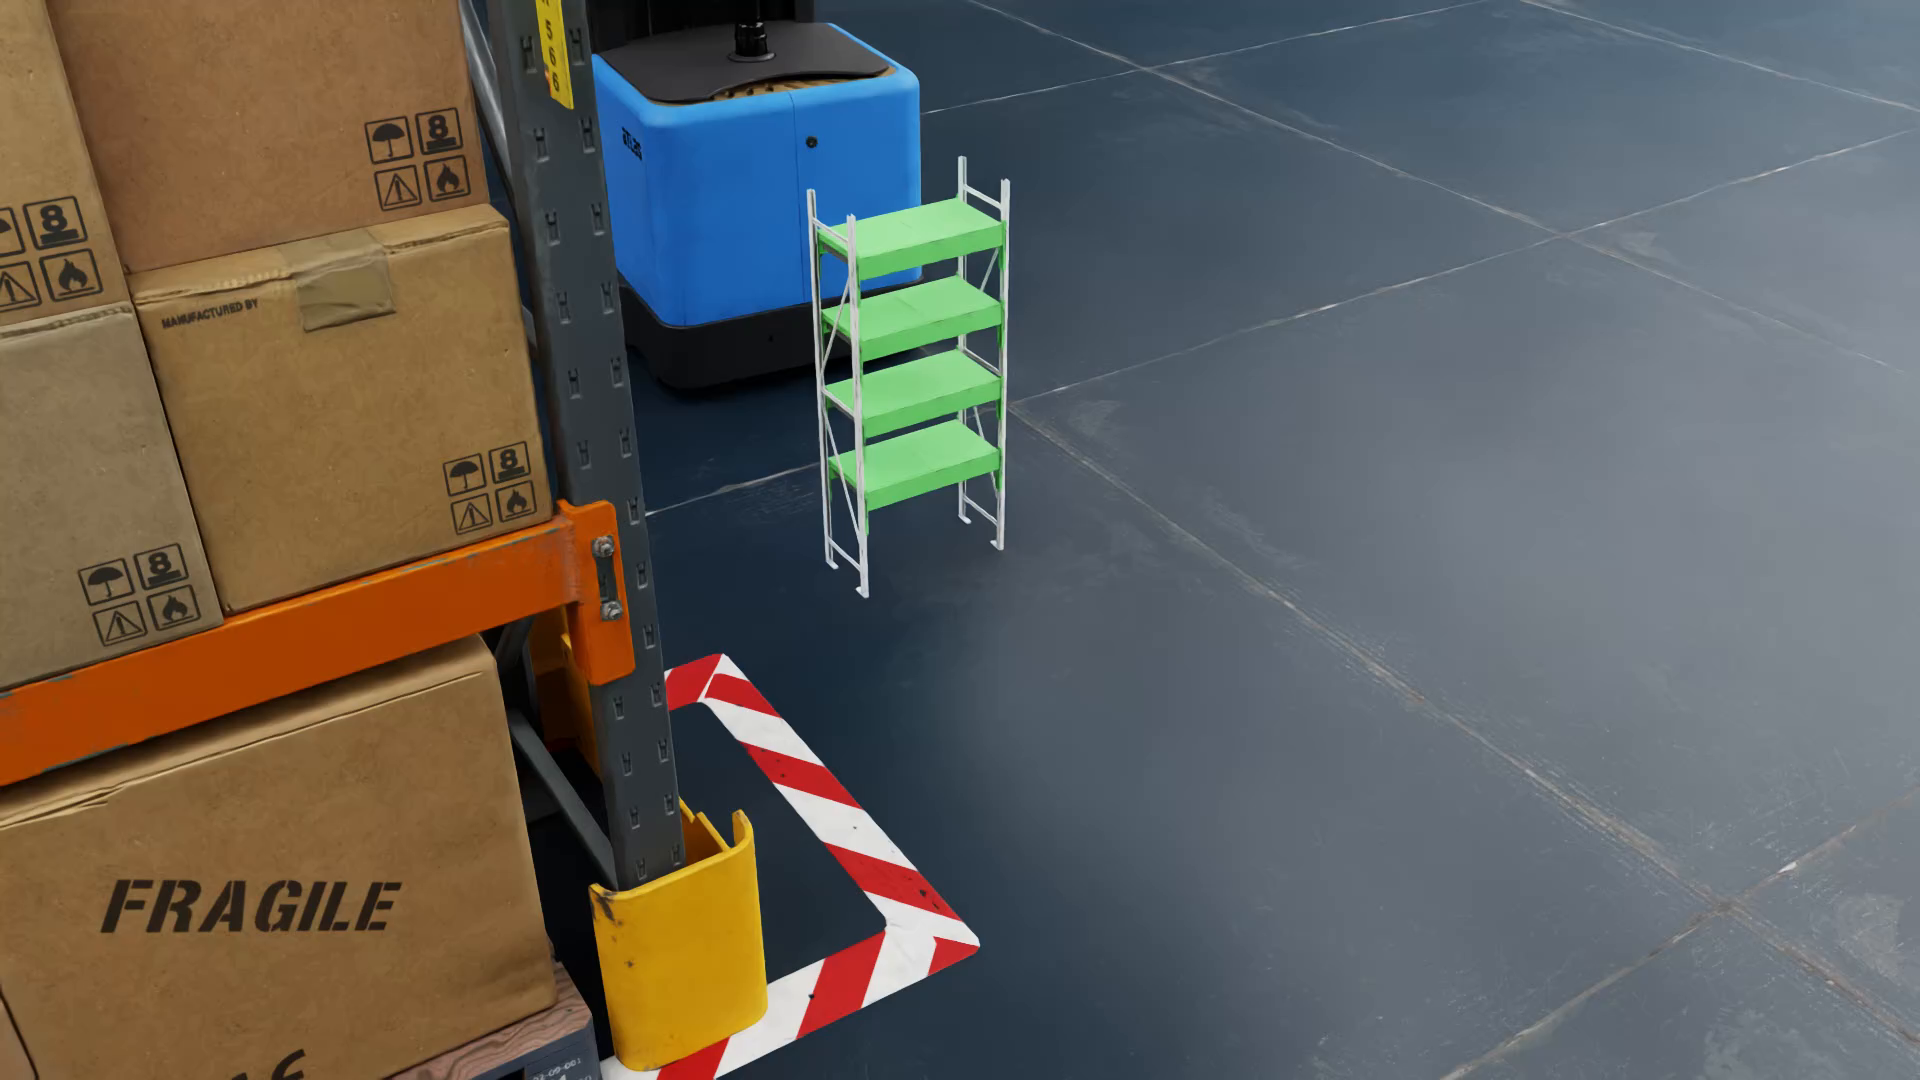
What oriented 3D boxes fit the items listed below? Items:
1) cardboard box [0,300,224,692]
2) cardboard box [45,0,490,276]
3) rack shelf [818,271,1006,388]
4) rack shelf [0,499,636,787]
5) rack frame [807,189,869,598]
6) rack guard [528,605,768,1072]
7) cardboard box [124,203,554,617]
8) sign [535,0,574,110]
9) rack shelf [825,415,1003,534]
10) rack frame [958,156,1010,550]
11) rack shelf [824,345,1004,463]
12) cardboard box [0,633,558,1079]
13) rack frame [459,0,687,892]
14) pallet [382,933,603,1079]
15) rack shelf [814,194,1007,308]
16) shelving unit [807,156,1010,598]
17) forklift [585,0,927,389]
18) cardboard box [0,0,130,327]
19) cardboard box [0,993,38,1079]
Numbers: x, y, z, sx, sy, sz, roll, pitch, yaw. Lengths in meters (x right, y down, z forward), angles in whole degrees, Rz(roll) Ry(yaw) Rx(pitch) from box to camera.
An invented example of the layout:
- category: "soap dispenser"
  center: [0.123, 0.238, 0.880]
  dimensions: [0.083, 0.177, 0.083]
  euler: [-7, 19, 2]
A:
- category: "cardboard box"
  center: [-1.614, -0.213, 2.635]
  dimensions: [0.550, 0.550, 0.875]
  euler: [-19, 37, -27]
- category: "cardboard box"
  center: [-1.209, -0.876, 2.674]
  dimensions: [0.550, 0.550, 0.875]
  euler: [-19, 37, -27]
- category: "rack shelf"
  center: [-0.139, -0.609, 4.760]
  dimensions: [0.480, 0.148, 0.258]
  euler: [-19, 37, -27]
- category: "rack shelf"
  center: [-2.557, 0.437, 2.420]
  dimensions: [4.000, 0.370, 1.077]
  euler: [-19, 37, -27]
- category: "rack frame"
  center: [-0.344, -0.389, 4.742]
  dimensions: [0.015, 1.200, 0.240]
  euler: [-19, 37, -27]
- category: "rack guard"
  center: [-0.856, 0.605, 3.823]
  dimensions: [0.348, 0.500, 1.175]
  euler: [-19, 37, -27]
- category: "cardboard box"
  center: [-1.163, -0.381, 2.902]
  dimensions: [0.550, 0.550, 0.875]
  euler: [-19, 37, -27]
- category: "sign"
  center: [-0.593, -0.788, 2.381]
  dimensions: [0.005, 0.325, 0.100]
  euler: [-19, 37, -27]
- category: "rack shelf"
  center: [-0.139, -0.203, 5.016]
  dimensions: [0.480, 0.148, 0.258]
  euler: [-19, 37, -27]
- category: "rack frame"
  center: [0.066, -0.530, 4.966]
  dimensions: [0.015, 1.200, 0.240]
  euler: [-19, 37, -27]
- category: "rack shelf"
  center: [-0.139, -0.406, 4.888]
  dimensions: [0.480, 0.148, 0.258]
  euler: [-19, 37, -27]
- category: "cardboard box"
  center: [-1.410, 0.501, 3.242]
  dimensions: [0.875, 0.875, 0.875]
  euler: [-19, 37, -27]
- category: "rack frame"
  center: [-0.876, -0.446, 3.145]
  dimensions: [0.127, 3.000, 1.000]
  euler: [-19, 37, -27]
- category: "pallet"
  center: [-1.505, 1.000, 3.467]
  dimensions: [1.213, 0.211, 1.003]
  euler: [-19, 37, -27]
- category: "rack shelf"
  center: [-0.139, -0.812, 4.632]
  dimensions: [0.480, 0.148, 0.258]
  euler: [-19, 37, -27]
- category: "shelving unit"
  center: [-0.139, -0.460, 4.854]
  dimensions: [0.503, 1.200, 0.258]
  euler: [-19, 37, -27]
- category: "forklift"
  center: [-1.241, -2.549, 6.543]
  dimensions: [1.130, 2.935, 3.031]
  euler: [-15, 35, -22]
- category: "cardboard box"
  center: [-1.621, -0.675, 2.357]
  dimensions: [0.550, 0.550, 0.875]
  euler: [-19, 37, -27]
- category: "cardboard box"
  center: [-2.148, 0.756, 2.837]
  dimensions: [0.875, 0.875, 0.875]
  euler: [-20, 37, -28]
